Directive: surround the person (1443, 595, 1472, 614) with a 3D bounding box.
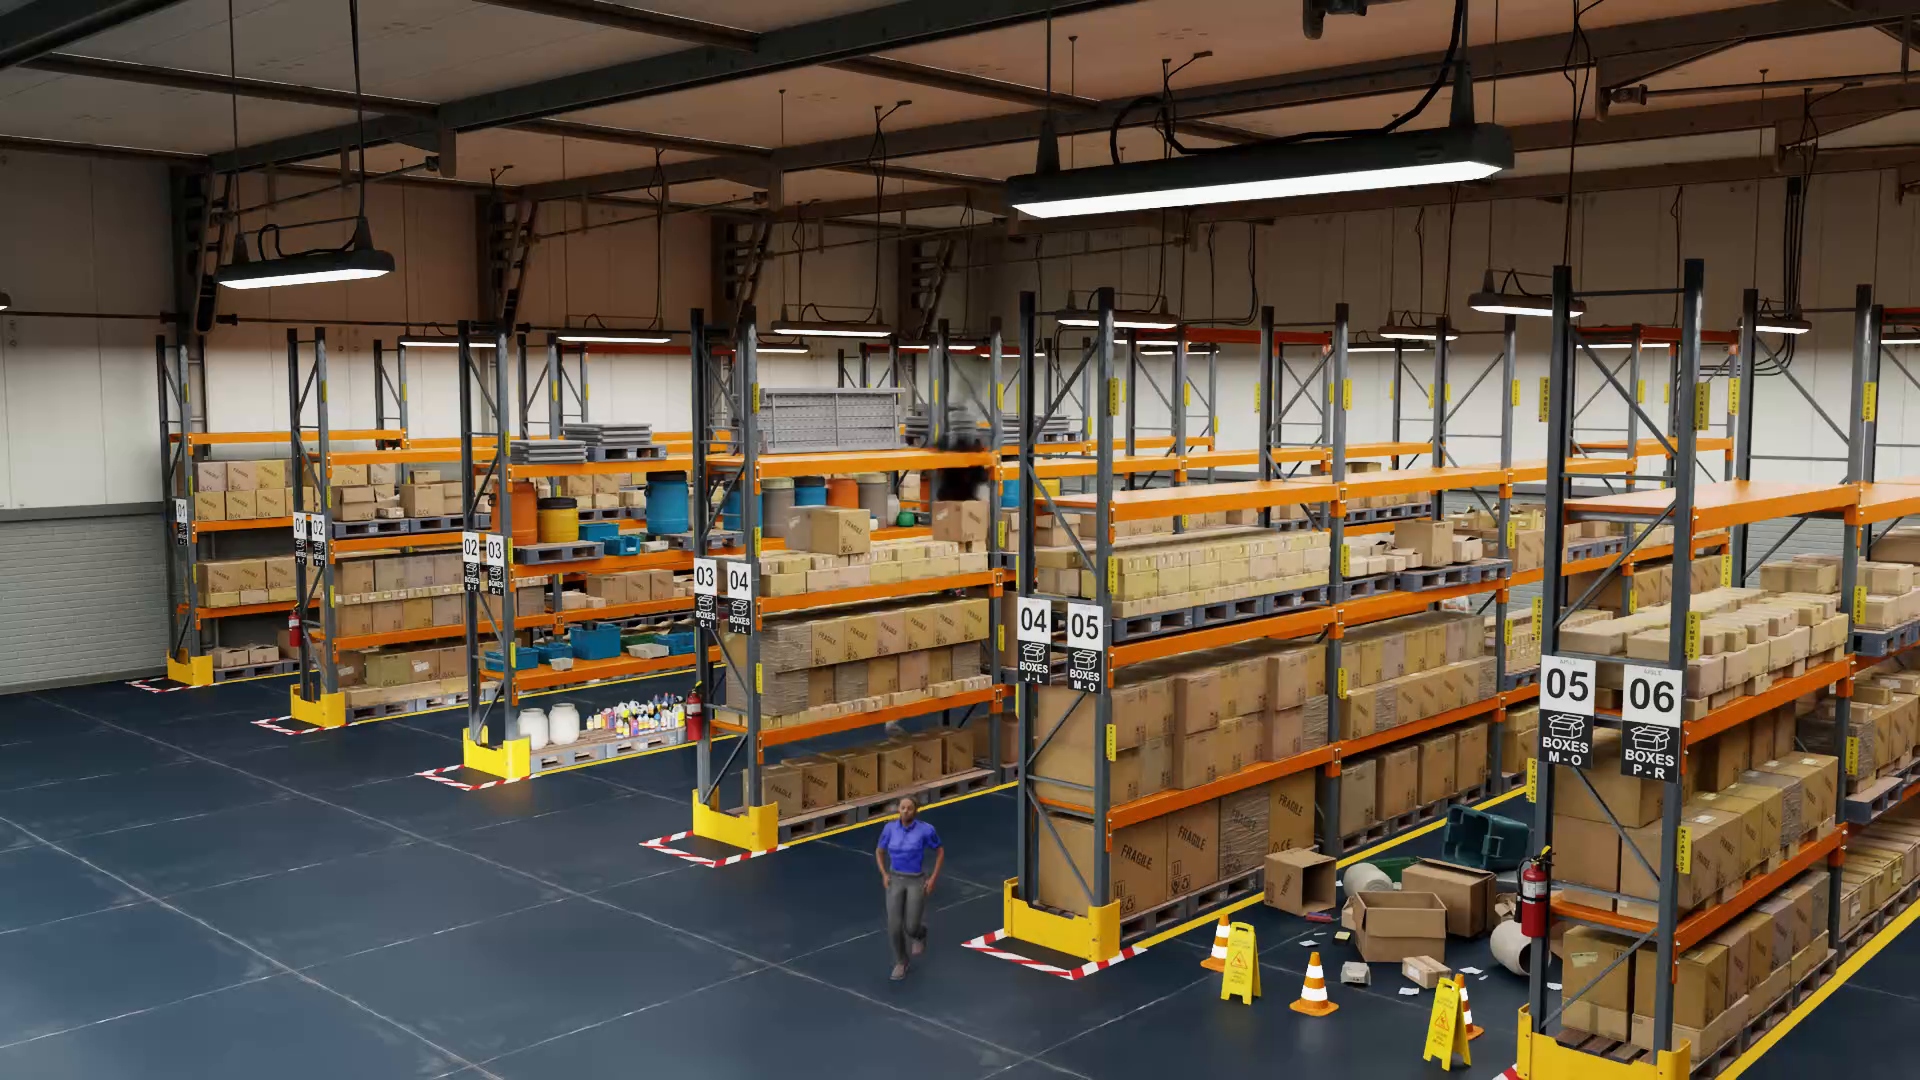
[{"bbox_3d":[9.306,1.463,31.160,0.637,1.628,0.739,-3,6,-29],"label":"person"}]

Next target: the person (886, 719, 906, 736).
[{"bbox_3d":[-0.917,2.196,22.736,0.589,1.653,0.528,5,8,44],"label":"person"}]

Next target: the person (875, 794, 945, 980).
[{"bbox_3d":[-0.444,3.013,14.586,0.609,1.618,0.578,1,5,10],"label":"person"}]
